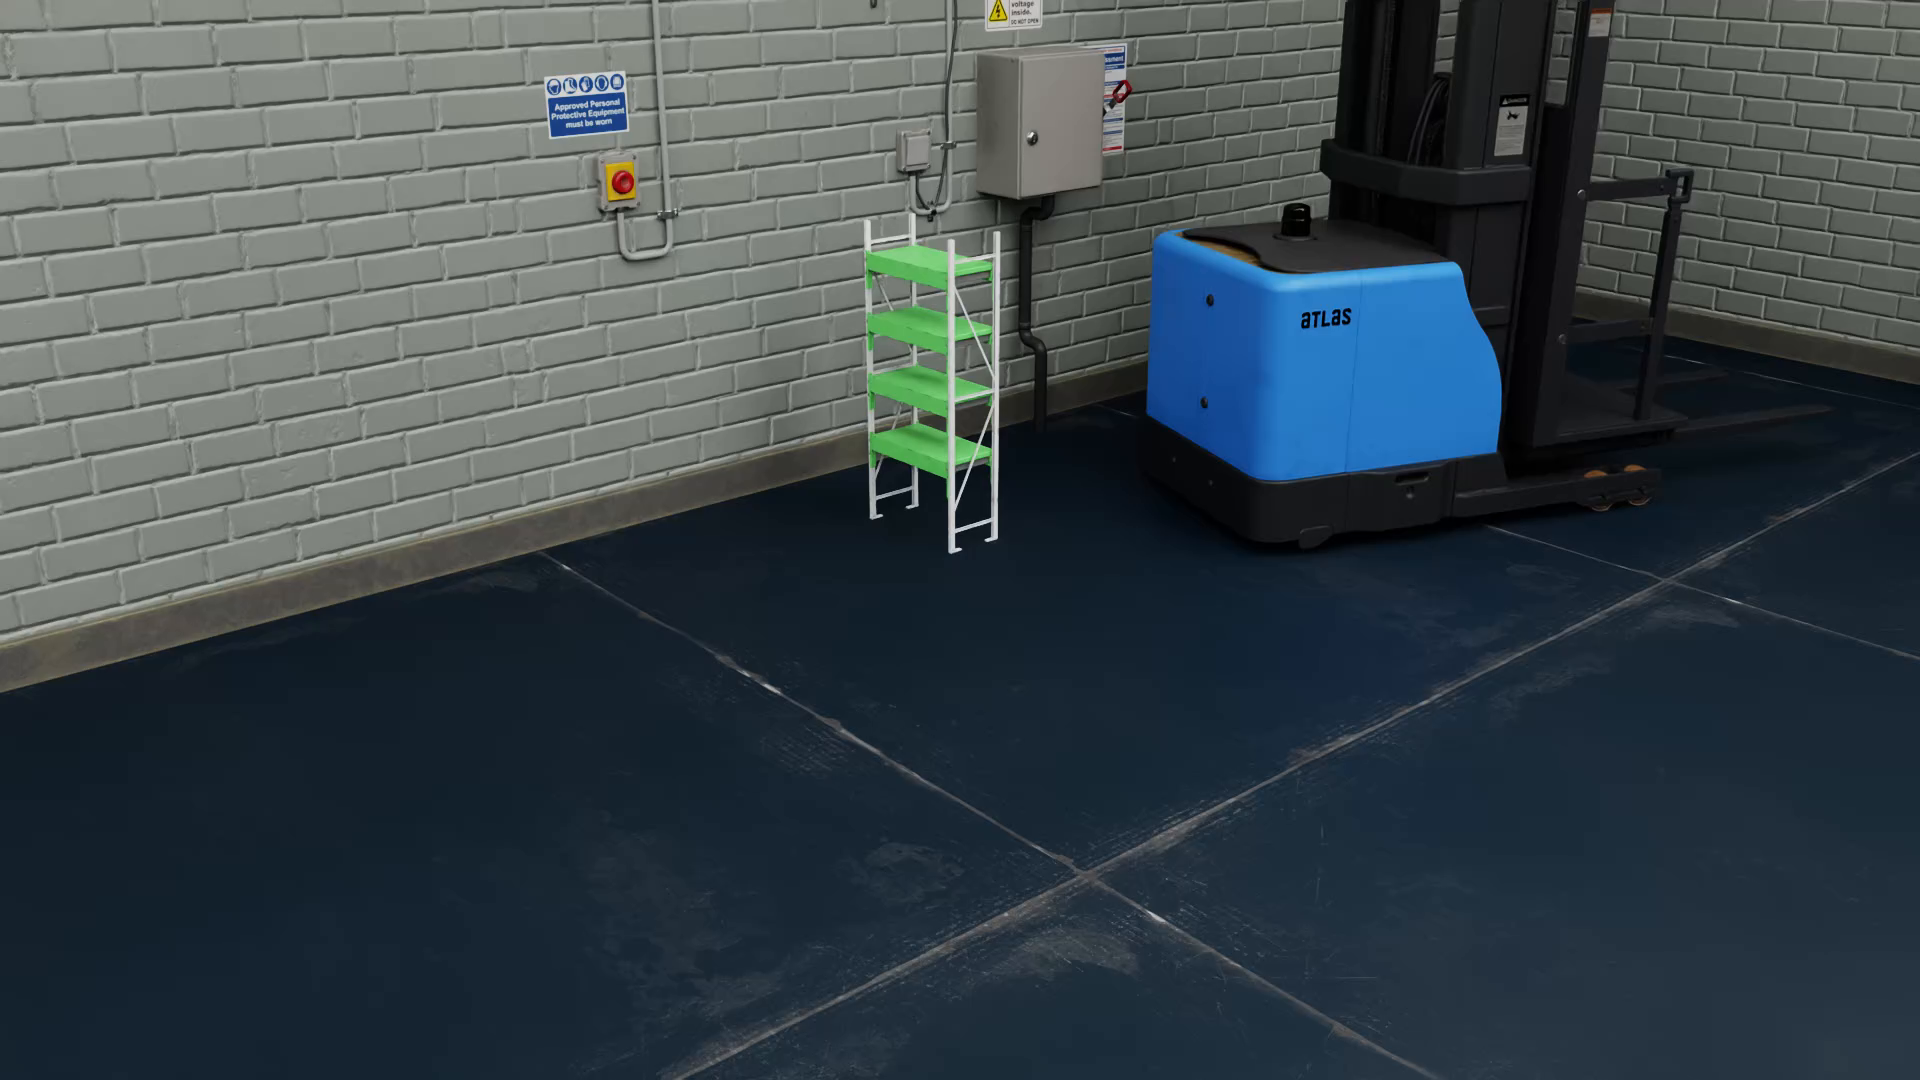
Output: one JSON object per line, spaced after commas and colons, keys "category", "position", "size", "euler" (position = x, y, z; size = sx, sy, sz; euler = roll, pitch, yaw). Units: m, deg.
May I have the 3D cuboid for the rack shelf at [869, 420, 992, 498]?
{"category": "rack shelf", "position": [-0.108, -0.321, 6.493], "size": [0.258, 0.148, 0.480], "euler": [-17, 27, -37]}

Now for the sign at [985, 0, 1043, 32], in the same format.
{"category": "sign", "position": [0.235, -2.336, 7.204], "size": [0.339, 0.242, 0.001], "euler": [-17, 27, -37]}

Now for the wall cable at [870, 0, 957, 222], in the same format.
{"category": "wall cable", "position": [-0.208, -2.262, 6.753], "size": [0.588, 1.984, 0.122], "euler": [-17, 27, -37]}

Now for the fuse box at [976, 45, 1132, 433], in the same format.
{"category": "fuse box", "position": [0.412, -1.308, 7.477], "size": [0.539, 1.711, 0.414], "euler": [-17, 27, -37]}

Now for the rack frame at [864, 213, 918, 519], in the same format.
{"category": "rack frame", "position": [-0.267, -0.672, 6.554], "size": [0.240, 1.200, 0.015], "euler": [-17, 27, -37]}

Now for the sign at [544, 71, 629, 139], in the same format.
{"category": "sign", "position": [-1.351, -1.579, 6.033], "size": [0.327, 0.218, 0.001], "euler": [-17, 27, -37]}

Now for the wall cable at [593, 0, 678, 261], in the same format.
{"category": "wall cable", "position": [-1.274, -1.936, 5.877], "size": [0.585, 1.953, 0.123], "euler": [-17, 27, -37]}

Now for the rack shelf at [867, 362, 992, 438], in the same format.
{"category": "rack shelf", "position": [-0.108, -0.545, 6.405], "size": [0.258, 0.148, 0.480], "euler": [-17, 27, -37]}

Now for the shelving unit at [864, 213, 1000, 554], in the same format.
{"category": "shelving unit", "position": [-0.108, -0.604, 6.382], "size": [0.258, 1.200, 0.503], "euler": [-17, 27, -37]}

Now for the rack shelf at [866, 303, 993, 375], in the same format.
{"category": "rack shelf", "position": [-0.108, -0.768, 6.318], "size": [0.258, 0.148, 0.480], "euler": [-17, 27, -37]}

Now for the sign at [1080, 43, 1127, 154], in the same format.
{"category": "sign", "position": [0.651, -2.038, 7.706], "size": [0.329, 0.494, 0.001], "euler": [-17, 27, -37]}

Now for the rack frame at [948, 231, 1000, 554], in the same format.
{"category": "rack frame", "position": [0.051, -0.537, 6.210], "size": [0.240, 1.200, 0.015], "euler": [-17, 27, -37]}

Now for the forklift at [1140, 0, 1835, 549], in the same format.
{"category": "forklift", "position": [2.339, -1.651, 6.680], "size": [3.031, 2.935, 1.130], "euler": [-8, 23, -20]}

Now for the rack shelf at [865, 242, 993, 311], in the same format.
{"category": "rack shelf", "position": [-0.108, -0.992, 6.230], "size": [0.258, 0.148, 0.480], "euler": [-17, 27, -37]}
